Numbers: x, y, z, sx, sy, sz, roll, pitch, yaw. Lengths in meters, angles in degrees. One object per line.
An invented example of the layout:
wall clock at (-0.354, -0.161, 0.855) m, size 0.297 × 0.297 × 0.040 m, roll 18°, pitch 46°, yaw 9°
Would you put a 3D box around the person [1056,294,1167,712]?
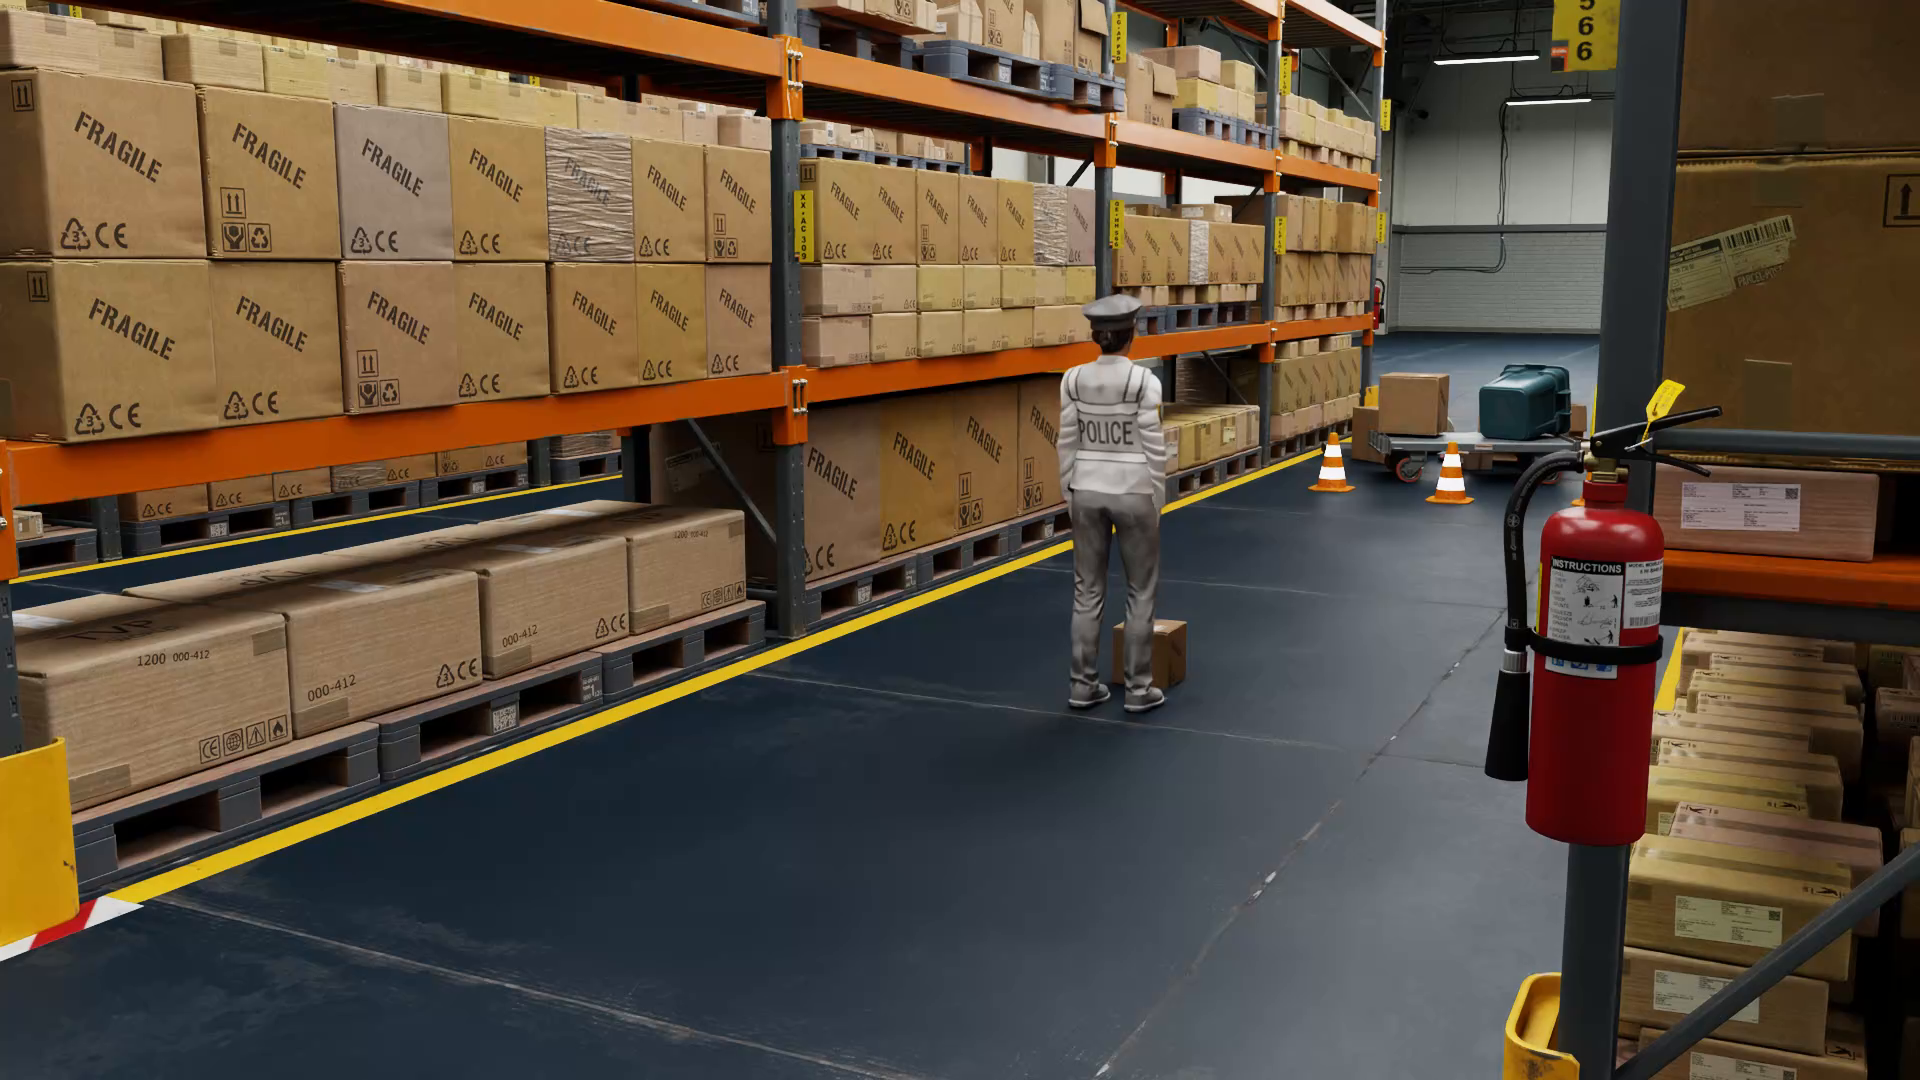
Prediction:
person at (0.621, -0.148, 6.744) m, size 0.469 × 1.680 × 0.332 m, roll 5°, pitch 10°, yaw 27°
